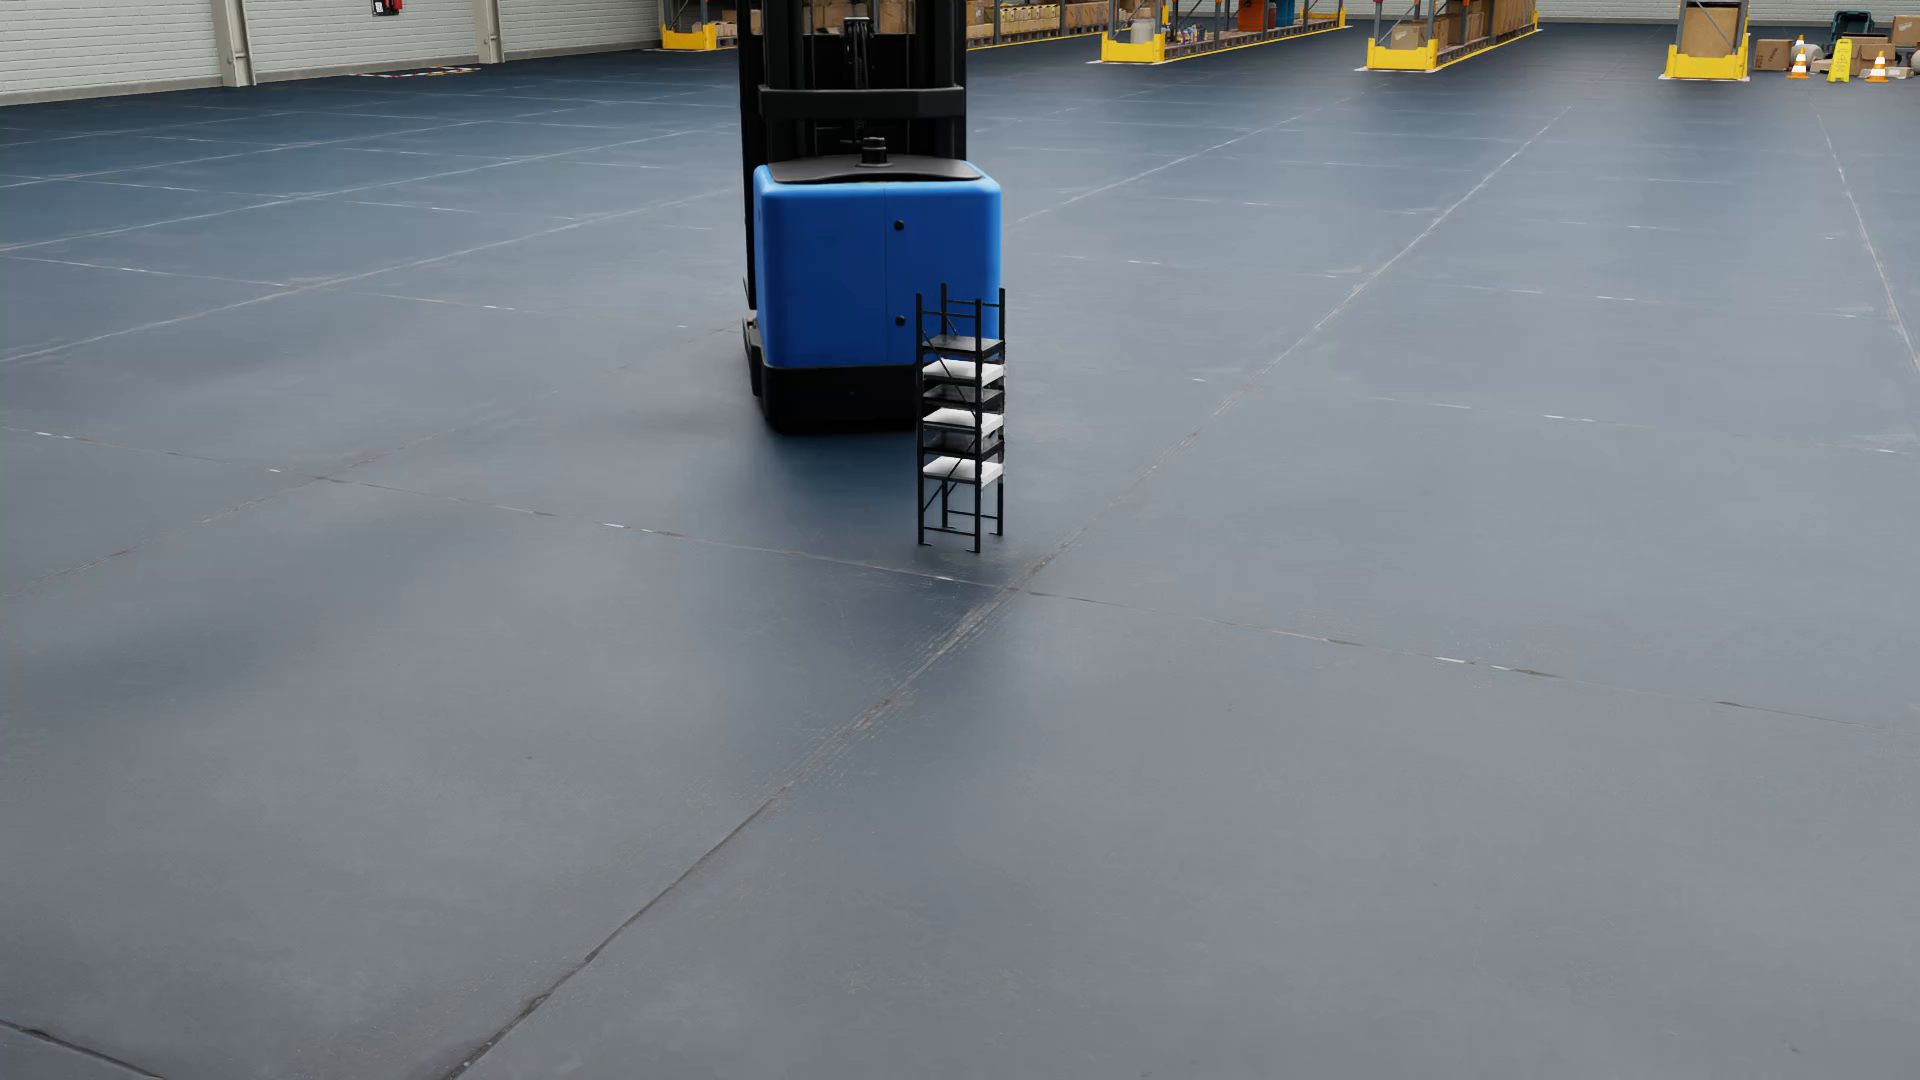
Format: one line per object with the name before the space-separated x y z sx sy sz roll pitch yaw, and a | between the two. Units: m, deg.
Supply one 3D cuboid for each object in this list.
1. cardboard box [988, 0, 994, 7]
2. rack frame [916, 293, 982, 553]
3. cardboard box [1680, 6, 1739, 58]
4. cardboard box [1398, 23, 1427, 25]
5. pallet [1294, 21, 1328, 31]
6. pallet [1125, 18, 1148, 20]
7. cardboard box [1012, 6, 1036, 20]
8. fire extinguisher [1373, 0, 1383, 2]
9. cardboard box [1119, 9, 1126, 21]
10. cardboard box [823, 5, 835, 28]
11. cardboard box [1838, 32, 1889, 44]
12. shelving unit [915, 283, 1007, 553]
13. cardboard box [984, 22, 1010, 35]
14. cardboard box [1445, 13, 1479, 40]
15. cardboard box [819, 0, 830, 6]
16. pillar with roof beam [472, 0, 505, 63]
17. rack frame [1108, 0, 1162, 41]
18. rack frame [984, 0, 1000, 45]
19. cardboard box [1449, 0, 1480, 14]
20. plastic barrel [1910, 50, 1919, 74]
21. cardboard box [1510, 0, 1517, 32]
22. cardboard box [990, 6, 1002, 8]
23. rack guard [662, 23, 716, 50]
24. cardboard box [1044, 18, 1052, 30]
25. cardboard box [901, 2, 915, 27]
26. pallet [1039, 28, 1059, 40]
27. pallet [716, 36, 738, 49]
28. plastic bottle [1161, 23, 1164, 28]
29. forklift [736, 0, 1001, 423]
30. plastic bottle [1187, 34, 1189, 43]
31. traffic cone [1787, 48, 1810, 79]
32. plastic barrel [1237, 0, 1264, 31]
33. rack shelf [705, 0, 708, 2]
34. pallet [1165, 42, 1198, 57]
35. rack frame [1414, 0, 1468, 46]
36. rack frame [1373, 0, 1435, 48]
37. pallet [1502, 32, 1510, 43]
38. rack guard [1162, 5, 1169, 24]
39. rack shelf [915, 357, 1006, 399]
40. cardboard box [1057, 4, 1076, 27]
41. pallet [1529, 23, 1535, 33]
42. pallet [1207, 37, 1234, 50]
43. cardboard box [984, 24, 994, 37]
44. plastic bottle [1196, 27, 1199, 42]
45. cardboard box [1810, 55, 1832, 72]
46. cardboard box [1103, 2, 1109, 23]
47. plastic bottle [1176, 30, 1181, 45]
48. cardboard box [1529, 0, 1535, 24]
cardboard box | 0.591 -15.487 48.143 0.700 0.500 0.500 9 21 23
rack frame | -0.038 -0.395 5.738 0.240 0.900 0.006 9 21 23
cardboard box | 12.493 -8.466 27.841 0.875 0.875 0.875 9 21 23
cardboard box | 8.276 -9.160 30.354 0.500 0.500 0.500 15 25 37
pallet | 8.951 -13.403 43.340 1.003 0.211 1.213 9 21 23
pallet | 4.450 -14.063 45.198 1.003 0.211 1.213 9 21 23
cardboard box | 1.418 -12.076 38.089 0.500 0.311 0.500 9 22 24
fire extinguisher | 7.324 -9.756 29.040 0.296 0.674 0.183 9 21 23
cardboard box | 4.039 -13.832 43.742 0.500 0.311 0.500 9 21 23
cardboard box | -3.430 -12.598 39.990 0.700 0.500 0.500 9 21 23
cardboard box | 15.618 -8.464 28.814 0.797 0.637 0.503 9 21 23
shelving unit | 0.003 -0.426 5.825 0.258 0.900 0.210 9 21 23
cardboard box | 0.785 -11.339 36.853 0.500 0.250 0.500 8 21 21
cardboard box | 10.370 -10.686 34.614 0.700 0.500 0.500 11 22 27
cardboard box | -3.454 -12.931 39.807 0.500 0.250 0.500 8 21 21
pillar with roof beam | -4.797 -12.538 27.793 9.100 9.000 0.400 9 21 23
rack frame | 3.273 -10.444 30.859 1.000 3.000 0.127 9 21 23
rack frame | 0.393 -12.347 36.211 1.000 3.000 0.127 9 21 23
cardboard box | 10.613 -11.220 34.997 0.500 0.250 0.500 11 22 29
plastic barrel | 16.297 -8.030 27.916 0.421 0.421 0.512 -9 22 -24
cardboard box | 12.097 -12.158 38.222 1.225 0.875 0.875 8 21 21
cardboard box | 0.712 -11.989 37.844 0.500 0.311 0.500 8 21 23
rack guard | -5.734 -10.649 35.165 1.175 0.500 0.348 9 21 23
cardboard box | 1.831 -12.120 39.049 0.500 0.250 0.500 8 21 22
cardboard box | -0.900 -10.893 34.479 0.500 0.500 0.500 9 21 23
pallet | 1.659 -12.010 39.424 1.003 0.211 1.213 9 21 23
pallet | -5.369 -10.756 35.898 1.003 0.211 1.213 9 21 23
plastic bottle | 4.125 -10.378 33.971 0.144 0.351 0.185 8 21 20
forklift | -0.552 -2.342 8.181 1.130 2.935 3.031 -3 20 -9
plastic bottle | 4.522 -10.010 33.158 0.097 0.201 0.097 0 20 0
traffic cone | 13.788 -7.825 27.281 0.336 0.463 0.334 9 21 23
plastic barrel | 6.734 -12.217 38.456 0.600 0.830 0.708 9 21 23
rack shelf | -4.946 -12.076 36.521 1.077 0.370 4.000 9 21 23
pallet | 4.100 -9.779 33.151 1.003 0.211 1.213 9 21 23
rack frame | 9.430 -10.987 32.386 1.000 3.000 0.127 9 21 23
rack frame | 7.792 -9.764 28.948 1.000 3.000 0.127 9 21 23
pallet | 11.960 -11.498 37.985 1.003 0.211 1.213 9 21 23
rack guard | 5.276 -14.815 46.880 1.175 0.500 0.348 9 21 23
rack shelf | 0.003 -0.565 5.776 0.258 0.077 0.200 9 21 23
cardboard box | 2.479 -12.700 40.276 0.500 0.500 0.500 10 22 25
pallet | 14.087 -13.086 42.451 1.003 0.211 1.213 9 21 23
pallet | 5.197 -10.598 35.454 1.003 0.211 1.213 9 21 23
cardboard box | 0.403 -11.078 36.119 0.500 0.250 0.500 9 21 23
plastic bottle | 4.803 -10.243 33.693 0.061 0.283 0.133 10 22 26
cardboard box | 14.890 -8.209 28.656 0.396 0.266 0.258 13 23 32
cardboard box | 3.519 -13.482 42.477 0.500 0.500 0.500 9 21 23
plastic bottle | 4.300 -9.877 32.681 0.097 0.271 0.097 0 20 0
cardboard box | 14.154 -13.645 42.406 0.875 0.875 0.875 9 21 23
